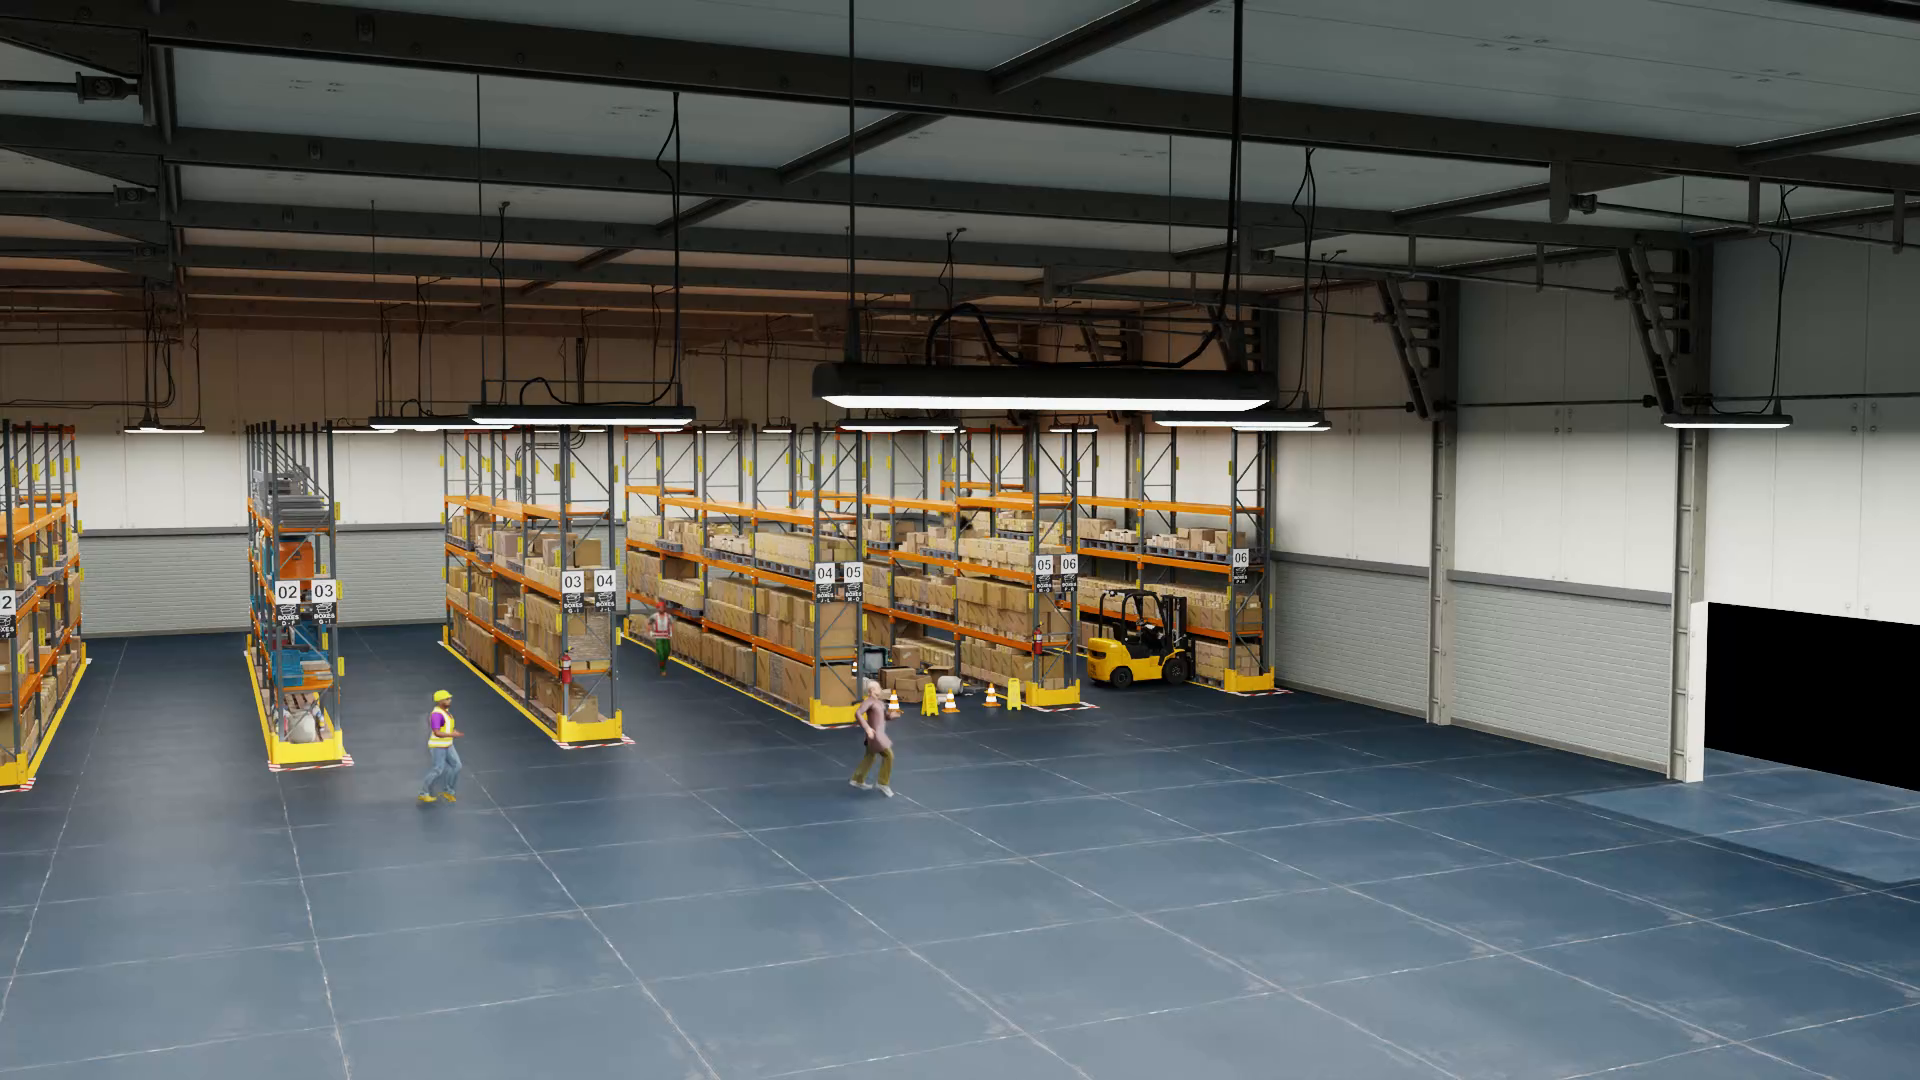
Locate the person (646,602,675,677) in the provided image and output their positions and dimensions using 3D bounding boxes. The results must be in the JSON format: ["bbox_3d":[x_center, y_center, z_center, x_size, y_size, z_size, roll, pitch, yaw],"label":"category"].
[{"bbox_3d":[-7.157,2.359,39.812,0.672,1.771,0.755,-2,4,-23],"label":"person"}]

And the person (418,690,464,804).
[{"bbox_3d":[-8.041,3.246,25.840,0.744,1.840,0.720,0,4,1],"label":"person"}]

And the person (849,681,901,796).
[{"bbox_3d":[-1.363,3.176,26.578,0.835,1.849,0.669,0,4,0],"label":"person"}]

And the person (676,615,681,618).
[{"bbox_3d":[-8.242,1.996,49.148,0.547,1.362,0.548,-3,5,-44],"label":"person"}]
